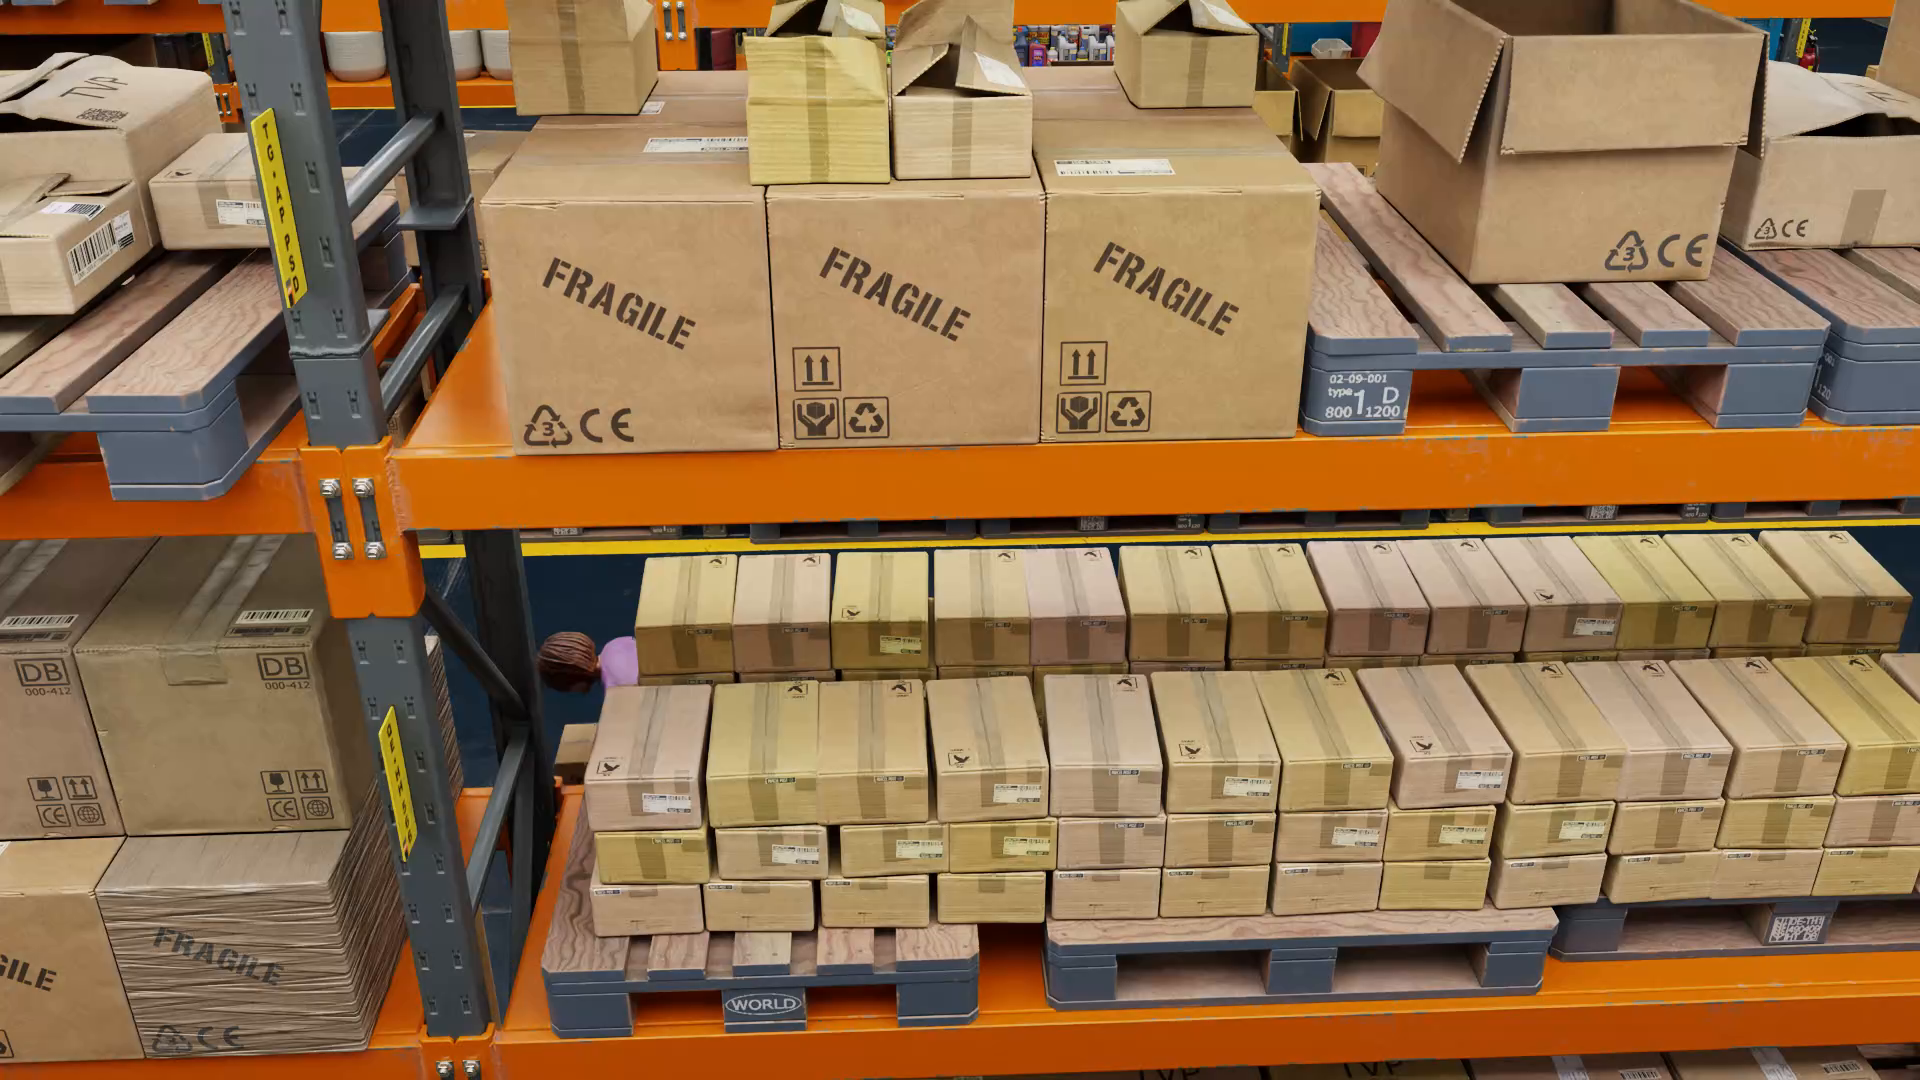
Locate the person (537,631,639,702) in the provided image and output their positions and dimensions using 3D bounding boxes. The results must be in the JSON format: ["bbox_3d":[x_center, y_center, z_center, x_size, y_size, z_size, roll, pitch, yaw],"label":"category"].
[{"bbox_3d":[-1.090,0.799,6.180,0.849,1.079,0.407,-3,28,-5],"label":"person"}]
